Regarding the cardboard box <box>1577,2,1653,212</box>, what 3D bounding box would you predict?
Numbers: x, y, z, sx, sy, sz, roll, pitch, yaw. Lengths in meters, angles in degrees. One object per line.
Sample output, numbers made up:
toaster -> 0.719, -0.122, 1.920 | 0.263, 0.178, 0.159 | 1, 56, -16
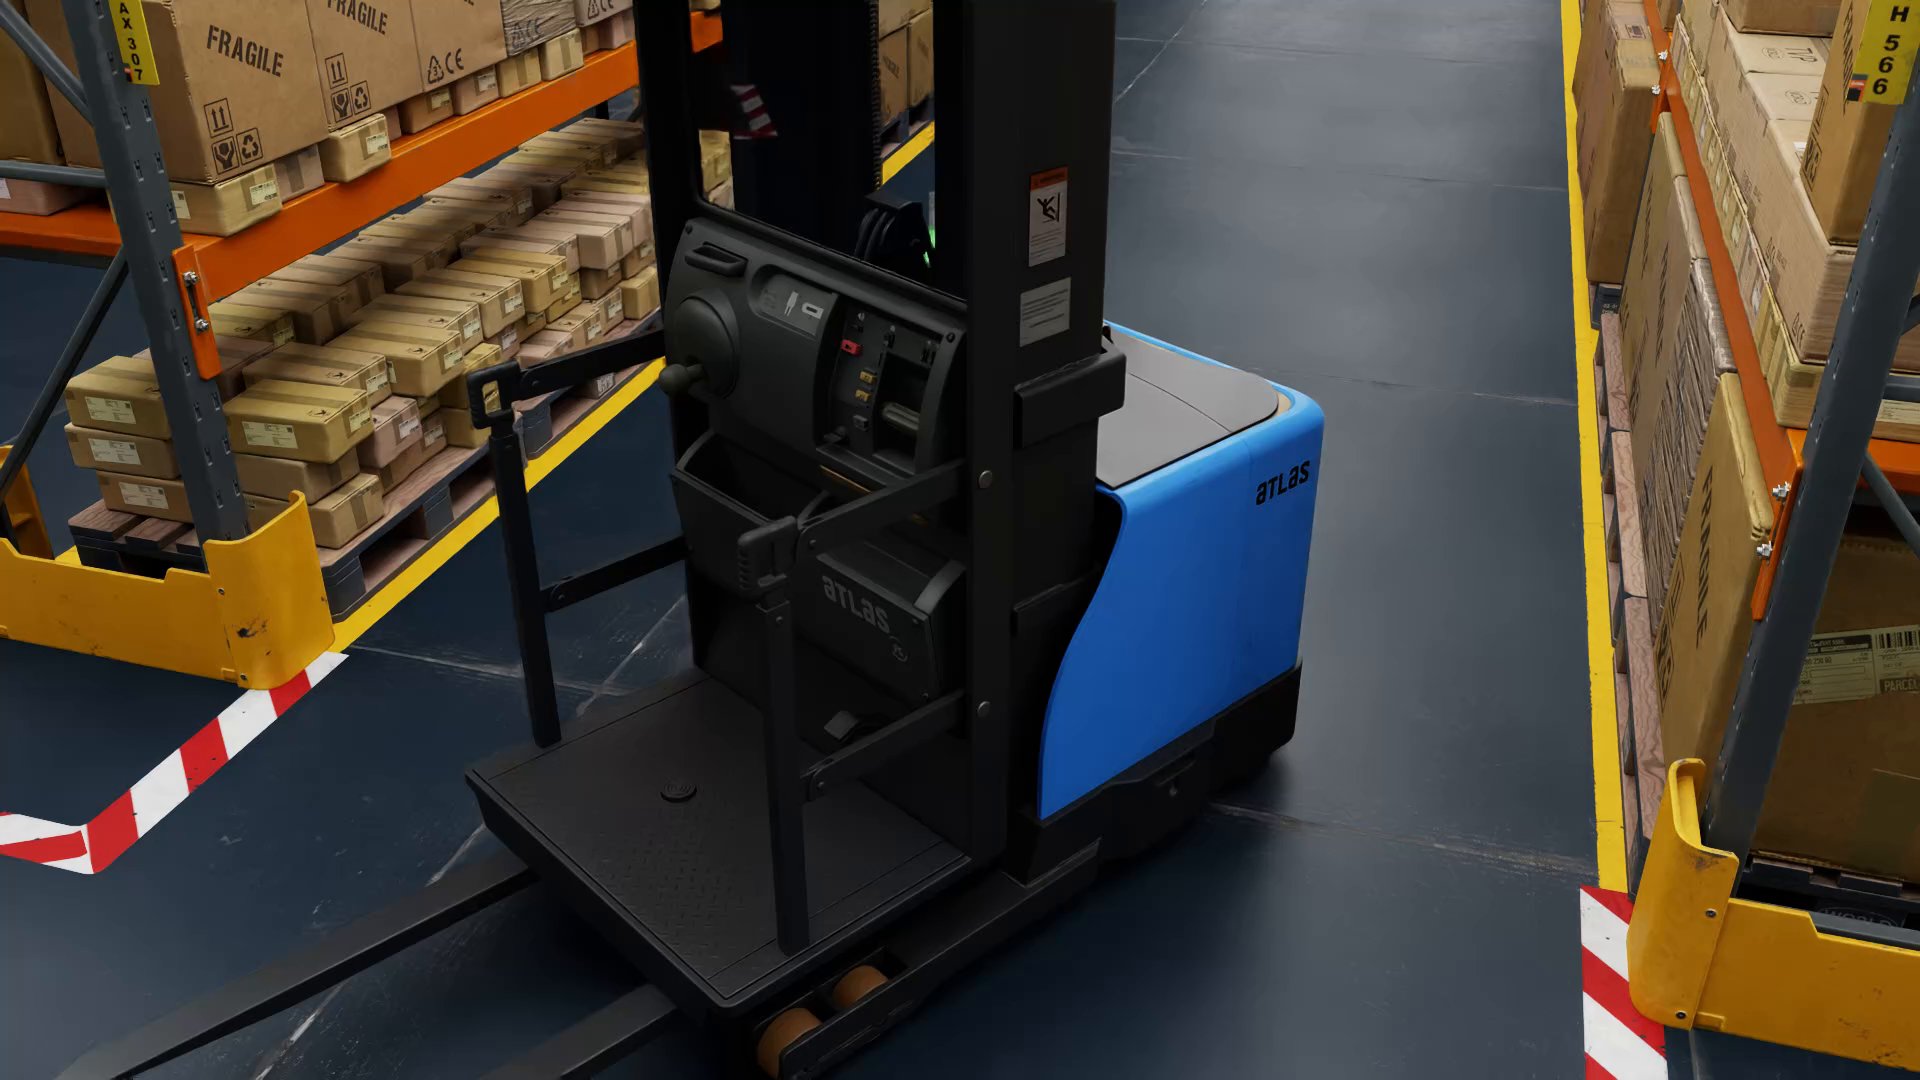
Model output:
cardboard box -> 3.752, -2.058, 8.117 | 1.225, 0.875, 0.875 | 7, 30, 13

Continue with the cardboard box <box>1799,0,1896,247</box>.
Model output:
cardboard box -> 2.040, -0.884, 3.331 | 0.500, 0.500, 0.500 | 9, 30, 15

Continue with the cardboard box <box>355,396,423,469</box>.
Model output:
cardboard box -> -2.030, -0.377, 5.536 | 0.380, 0.149, 0.250 | 8, 30, 15

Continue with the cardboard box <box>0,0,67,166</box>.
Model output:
cardboard box -> -2.678, -1.402, 4.776 | 0.500, 0.500, 0.500 | 9, 30, 16

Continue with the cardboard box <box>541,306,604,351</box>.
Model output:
cardboard box -> -1.663, -0.839, 6.673 | 0.380, 0.149, 0.250 | 9, 30, 15

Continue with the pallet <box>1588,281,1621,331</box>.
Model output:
pallet -> 3.477, -1.238, 7.758 | 1.003, 0.211, 1.213 | 8, 30, 15

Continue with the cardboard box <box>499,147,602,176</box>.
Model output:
cardboard box -> -1.853, -1.665, 7.546 | 0.380, 0.149, 0.250 | 8, 30, 14

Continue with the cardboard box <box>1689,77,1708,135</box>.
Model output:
cardboard box -> 2.613, -1.401, 5.442 | 0.380, 0.149, 0.250 | 8, 30, 14

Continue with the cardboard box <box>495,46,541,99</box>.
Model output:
cardboard box -> -1.746, -1.709, 5.995 | 0.380, 0.149, 0.250 | 10, 30, 17

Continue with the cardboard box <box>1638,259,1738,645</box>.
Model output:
cardboard box -> 2.527, -0.215, 4.804 | 0.875, 0.875, 0.875 | 8, 30, 15

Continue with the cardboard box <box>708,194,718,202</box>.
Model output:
cardboard box -> -1.308, -1.463, 7.489 | 0.380, 0.149, 0.250 | 7, 30, 13

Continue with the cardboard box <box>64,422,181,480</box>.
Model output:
cardboard box -> -2.682, -0.336, 5.464 | 0.380, 0.149, 0.250 | 8, 30, 14

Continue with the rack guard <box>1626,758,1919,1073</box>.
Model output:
rack guard -> 2.141, 0.875, 3.662 | 1.175, 0.500, 0.348 | 8, 30, 15

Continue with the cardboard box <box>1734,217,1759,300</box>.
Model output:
cardboard box -> 2.162, -0.685, 4.154 | 0.380, 0.149, 0.250 | 9, 30, 16

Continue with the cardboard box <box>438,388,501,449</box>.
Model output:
cardboard box -> -1.859, -0.471, 6.012 | 0.380, 0.149, 0.250 | 9, 30, 15

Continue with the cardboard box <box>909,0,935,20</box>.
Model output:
cardboard box -> -0.468, -3.294, 9.954 | 0.500, 0.250, 0.500 | 9, 30, 16

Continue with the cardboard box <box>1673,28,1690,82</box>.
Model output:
cardboard box -> 2.840, -1.765, 6.096 | 0.380, 0.149, 0.250 | 7, 30, 13

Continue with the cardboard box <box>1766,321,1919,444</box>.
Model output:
cardboard box -> 1.938, -0.331, 3.517 | 0.380, 0.149, 0.250 | 9, 30, 16

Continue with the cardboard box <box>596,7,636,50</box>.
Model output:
cardboard box -> -1.507, -2.068, 6.640 | 0.380, 0.149, 0.250 | 7, 30, 13

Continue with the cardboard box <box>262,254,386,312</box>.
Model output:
cardboard box -> -2.405, -0.954, 6.268 | 0.380, 0.149, 0.250 | 10, 31, 17

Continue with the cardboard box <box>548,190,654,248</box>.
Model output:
cardboard box -> -1.491, -1.347, 6.975 | 0.380, 0.149, 0.250 | 7, 30, 12

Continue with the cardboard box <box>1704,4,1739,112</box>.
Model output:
cardboard box -> 2.636, -1.498, 5.206 | 0.500, 0.250, 0.500 | 9, 30, 16

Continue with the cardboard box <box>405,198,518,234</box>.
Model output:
cardboard box -> -2.062, -1.295, 6.881 | 0.380, 0.149, 0.250 | 7, 30, 13

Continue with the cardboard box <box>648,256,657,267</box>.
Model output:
cardboard box -> -1.545, -1.203, 7.327 | 0.380, 0.149, 0.250 | 8, 30, 14

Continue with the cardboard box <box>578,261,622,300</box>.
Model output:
cardboard box -> -1.629, -1.118, 6.868 | 0.380, 0.149, 0.250 | 7, 30, 12

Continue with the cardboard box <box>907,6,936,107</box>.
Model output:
cardboard box -> -0.454, -2.960, 10.124 | 0.500, 0.500, 0.500 | 7, 30, 13

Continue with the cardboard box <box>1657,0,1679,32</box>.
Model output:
cardboard box -> 3.198, -2.387, 6.852 | 0.500, 0.500, 0.500 | 9, 30, 15

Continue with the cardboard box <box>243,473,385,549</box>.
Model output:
cardboard box -> -2.104, -0.118, 5.378 | 0.380, 0.149, 0.250 | 9, 30, 16

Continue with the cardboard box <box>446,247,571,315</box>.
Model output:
cardboard box -> -1.718, -0.990, 6.332 | 0.380, 0.149, 0.250 | 9, 30, 16

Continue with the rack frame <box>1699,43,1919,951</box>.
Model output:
rack frame -> 2.148, -0.228, 3.074 | 1.000, 3.000, 0.127 | 8, 30, 15

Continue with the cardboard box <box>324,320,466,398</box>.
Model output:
cardboard box -> -1.923, -0.620, 5.667 | 0.380, 0.149, 0.250 | 8, 30, 15

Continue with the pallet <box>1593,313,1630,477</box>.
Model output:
pallet -> 3.024, -0.526, 6.479 | 1.003, 0.211, 1.213 | 8, 30, 15

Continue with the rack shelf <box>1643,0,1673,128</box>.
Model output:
rack shelf -> 3.909, -2.702, 8.262 | 1.077, 0.370, 4.000 | 8, 30, 15

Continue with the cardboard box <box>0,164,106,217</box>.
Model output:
cardboard box -> -2.738, -1.065, 4.837 | 0.380, 0.149, 0.250 | 9, 30, 15

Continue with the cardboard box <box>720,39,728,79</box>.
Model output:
cardboard box -> -0.920, -2.566, 8.645 | 0.500, 0.250, 0.500 | 7, 30, 13

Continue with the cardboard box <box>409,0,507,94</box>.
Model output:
cardboard box -> -1.879, -1.804, 5.498 | 0.500, 0.500, 0.500 | 9, 30, 16

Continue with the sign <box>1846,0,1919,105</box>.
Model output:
sign -> 1.633, -0.921, 2.886 | 0.100, 0.325, 0.005 | 8, 30, 15

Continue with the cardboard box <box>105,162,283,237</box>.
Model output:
cardboard box -> -2.155, -0.977, 4.679 | 0.380, 0.149, 0.250 | 8, 30, 14

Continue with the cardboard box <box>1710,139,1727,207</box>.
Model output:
cardboard box -> 2.387, -1.041, 4.794 | 0.380, 0.149, 0.250 | 9, 30, 16

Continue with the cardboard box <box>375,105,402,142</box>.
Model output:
cardboard box -> -2.045, -1.358, 5.365 | 0.380, 0.149, 0.250 | 10, 31, 17

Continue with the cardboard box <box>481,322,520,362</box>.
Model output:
cardboard box -> -1.877, -0.744, 6.196 | 0.380, 0.149, 0.250 | 7, 30, 12

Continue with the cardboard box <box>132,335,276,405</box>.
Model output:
cardboard box -> -2.522, -0.571, 5.580 | 0.380, 0.149, 0.250 | 9, 30, 16

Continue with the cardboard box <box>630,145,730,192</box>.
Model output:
cardboard box -> -1.282, -1.712, 7.631 | 0.380, 0.149, 0.250 | 9, 30, 15

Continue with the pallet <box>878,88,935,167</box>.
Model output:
pallet -> -0.806, -2.554, 10.124 | 1.003, 0.211, 1.213 | 8, 30, 15

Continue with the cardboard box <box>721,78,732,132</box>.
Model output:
cardboard box -> -0.919, -2.238, 8.828 | 0.500, 0.500, 0.500 | 10, 31, 17

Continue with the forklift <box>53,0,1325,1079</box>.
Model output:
forklift -> -0.489, -0.379, 3.416 | 3.031, 2.935, 1.130 | -24, 37, -36

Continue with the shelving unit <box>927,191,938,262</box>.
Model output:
shelving unit -> -0.049, -0.447, 5.320 | 0.258, 1.200, 0.503 | 8, 30, 15

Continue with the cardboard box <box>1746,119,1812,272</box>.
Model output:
cardboard box -> 2.186, -0.791, 3.935 | 0.500, 0.250, 0.500 | 8, 30, 14
